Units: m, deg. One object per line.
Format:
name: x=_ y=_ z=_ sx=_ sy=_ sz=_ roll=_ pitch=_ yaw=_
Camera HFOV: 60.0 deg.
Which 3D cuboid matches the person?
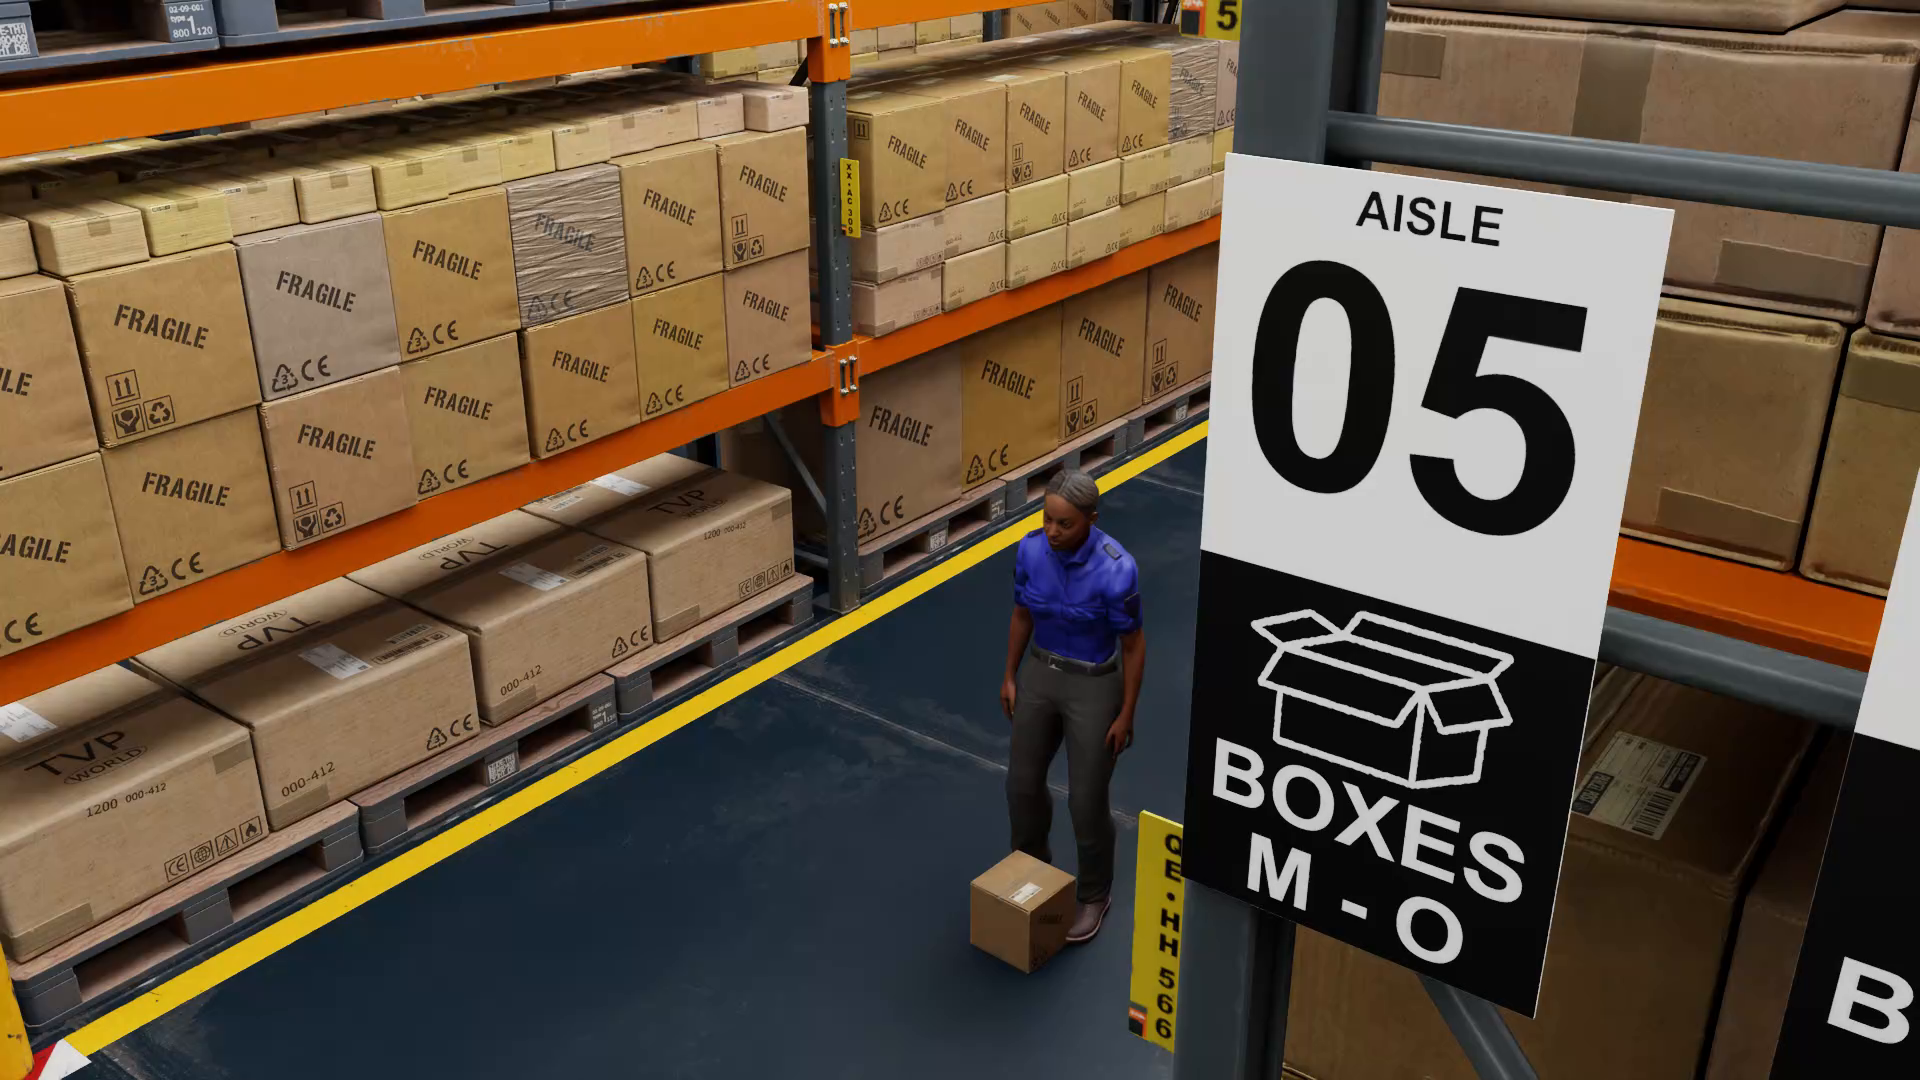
person: x=0.344 y=0.514 z=5.436 sx=0.518 sy=1.653 sz=0.351 roll=15 pitch=28 yaw=31
